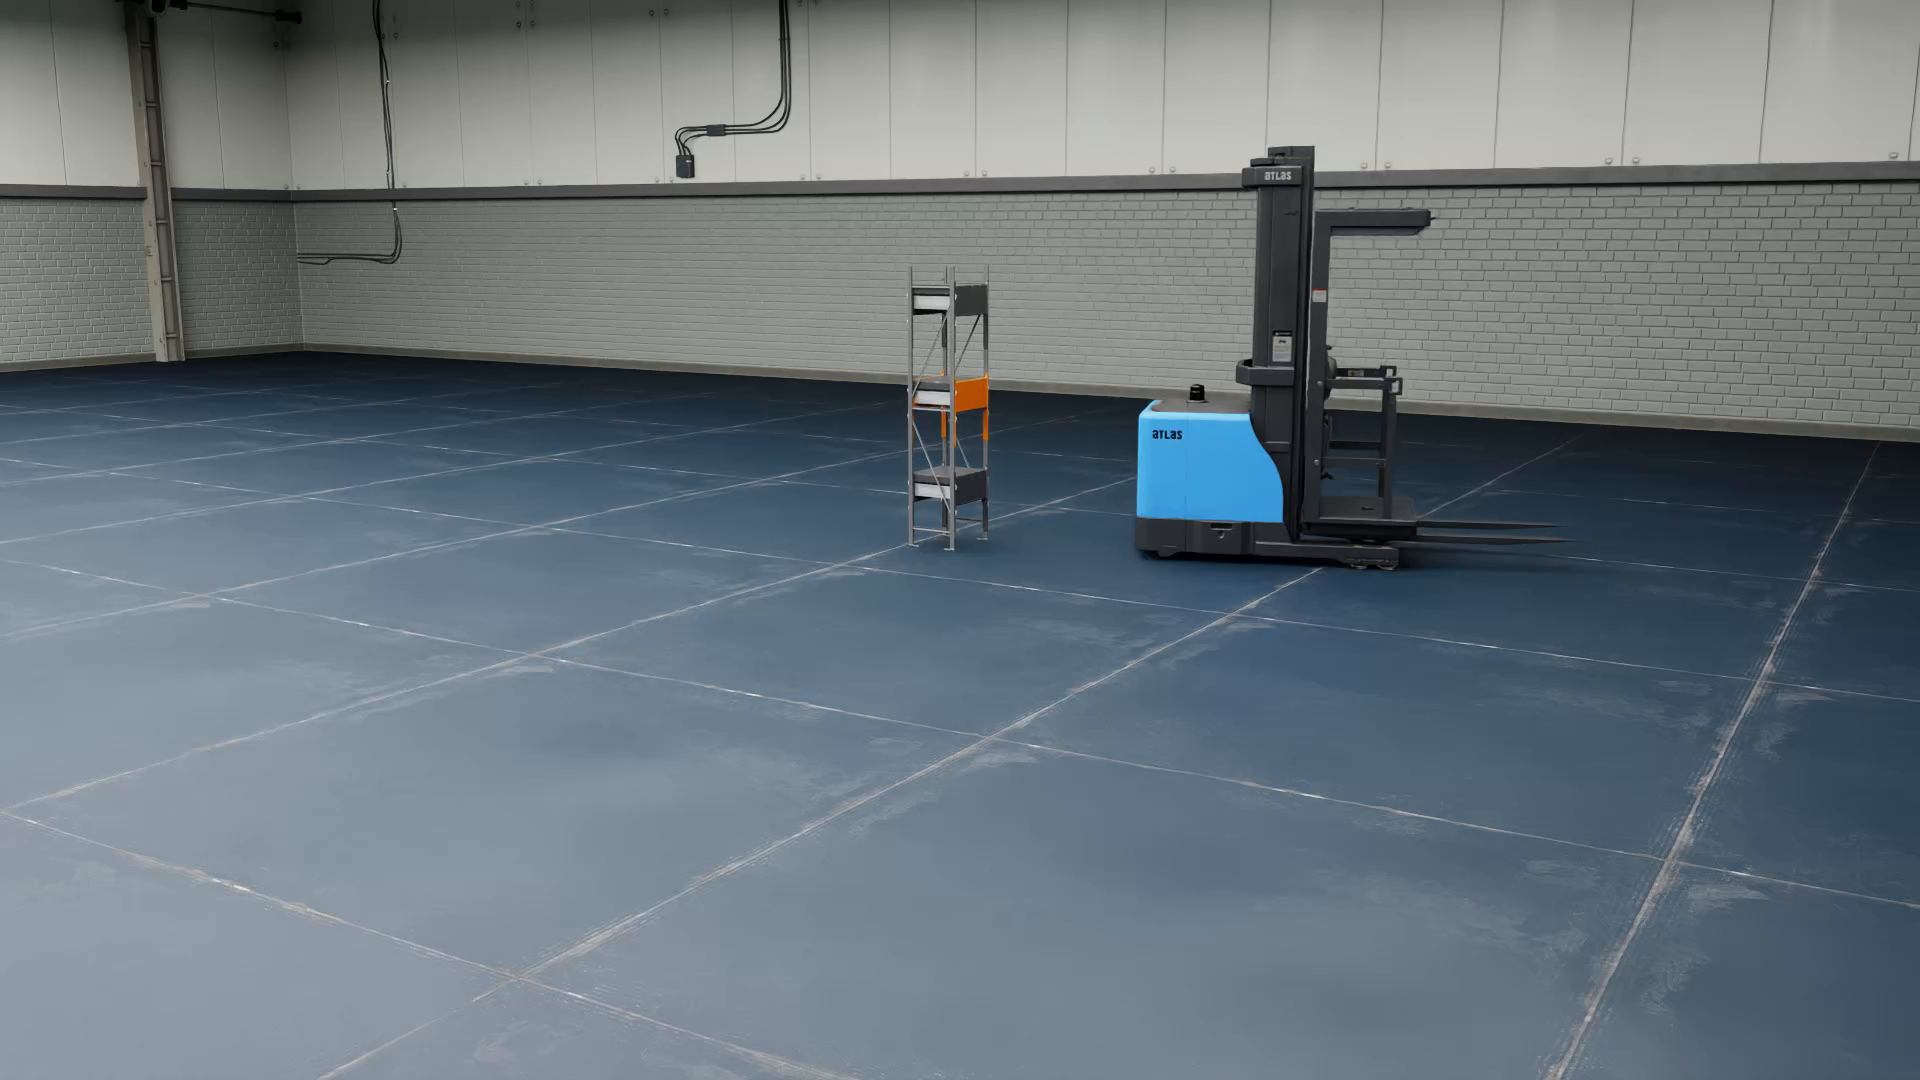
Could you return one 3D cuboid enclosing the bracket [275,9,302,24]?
[{"bbox_3d":[-12.667,-9.871,31.361,0.235,0.232,0.430,6,12,31],"label":"bracket"}]

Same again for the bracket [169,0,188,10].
[{"bbox_3d":[-13.898,-9.499,29.370,0.235,0.232,0.430,6,12,31],"label":"bracket"}]

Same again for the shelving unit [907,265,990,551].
[{"bbox_3d":[-0.086,-1.006,12.536,0.431,2.100,0.503,6,12,31],"label":"shelving unit"}]

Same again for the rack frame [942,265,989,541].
[{"bbox_3d":[0.041,-1.044,12.741,0.400,2.100,0.015,6,12,31],"label":"rack frame"}]

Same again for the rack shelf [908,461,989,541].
[{"bbox_3d":[-0.086,-0.305,12.668,0.431,0.518,0.480,6,12,31],"label":"rack shelf"}]

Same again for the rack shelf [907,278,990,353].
[{"bbox_3d":[-0.086,-1.681,12.410,0.431,0.518,0.480,6,12,31],"label":"rack shelf"}]

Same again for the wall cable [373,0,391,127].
[{"bbox_3d":[-9.445,-8.733,29.774,3.097,2.526,0.112,6,12,31],"label":"wall cable"}]

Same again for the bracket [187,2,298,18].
[{"bbox_3d":[-12.974,-9.778,30.864,0.076,0.066,3.189,6,12,31],"label":"bracket"}]

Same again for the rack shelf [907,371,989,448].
[{"bbox_3d":[-0.086,-0.993,12.539,0.431,0.518,0.480,6,12,31],"label":"rack shelf"}]

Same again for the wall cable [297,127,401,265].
[{"bbox_3d":[-11.757,-6.509,31.619,3.097,2.526,0.112,6,12,31],"label":"wall cable"}]

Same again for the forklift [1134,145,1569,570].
[{"bbox_3d":[2.848,-1.335,12.034,3.031,2.935,1.130,2,11,12],"label":"forklift"}]

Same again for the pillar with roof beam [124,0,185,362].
[{"bbox_3d":[-10.737,-7.287,27.337,9.100,9.000,0.548,6,12,31],"label":"pillar with roof beam"}]

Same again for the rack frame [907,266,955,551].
[{"bbox_3d":[-0.213,-0.968,12.331,0.400,2.100,0.015,6,12,31],"label":"rack frame"}]

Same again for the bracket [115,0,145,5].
[{"bbox_3d":[-14.328,-9.368,28.672,0.235,0.232,0.430,6,12,31],"label":"bracket"}]

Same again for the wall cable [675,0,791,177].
[{"bbox_3d":[-3.651,-8.797,26.163,2.305,6.003,0.169,6,12,31],"label":"wall cable"}]
